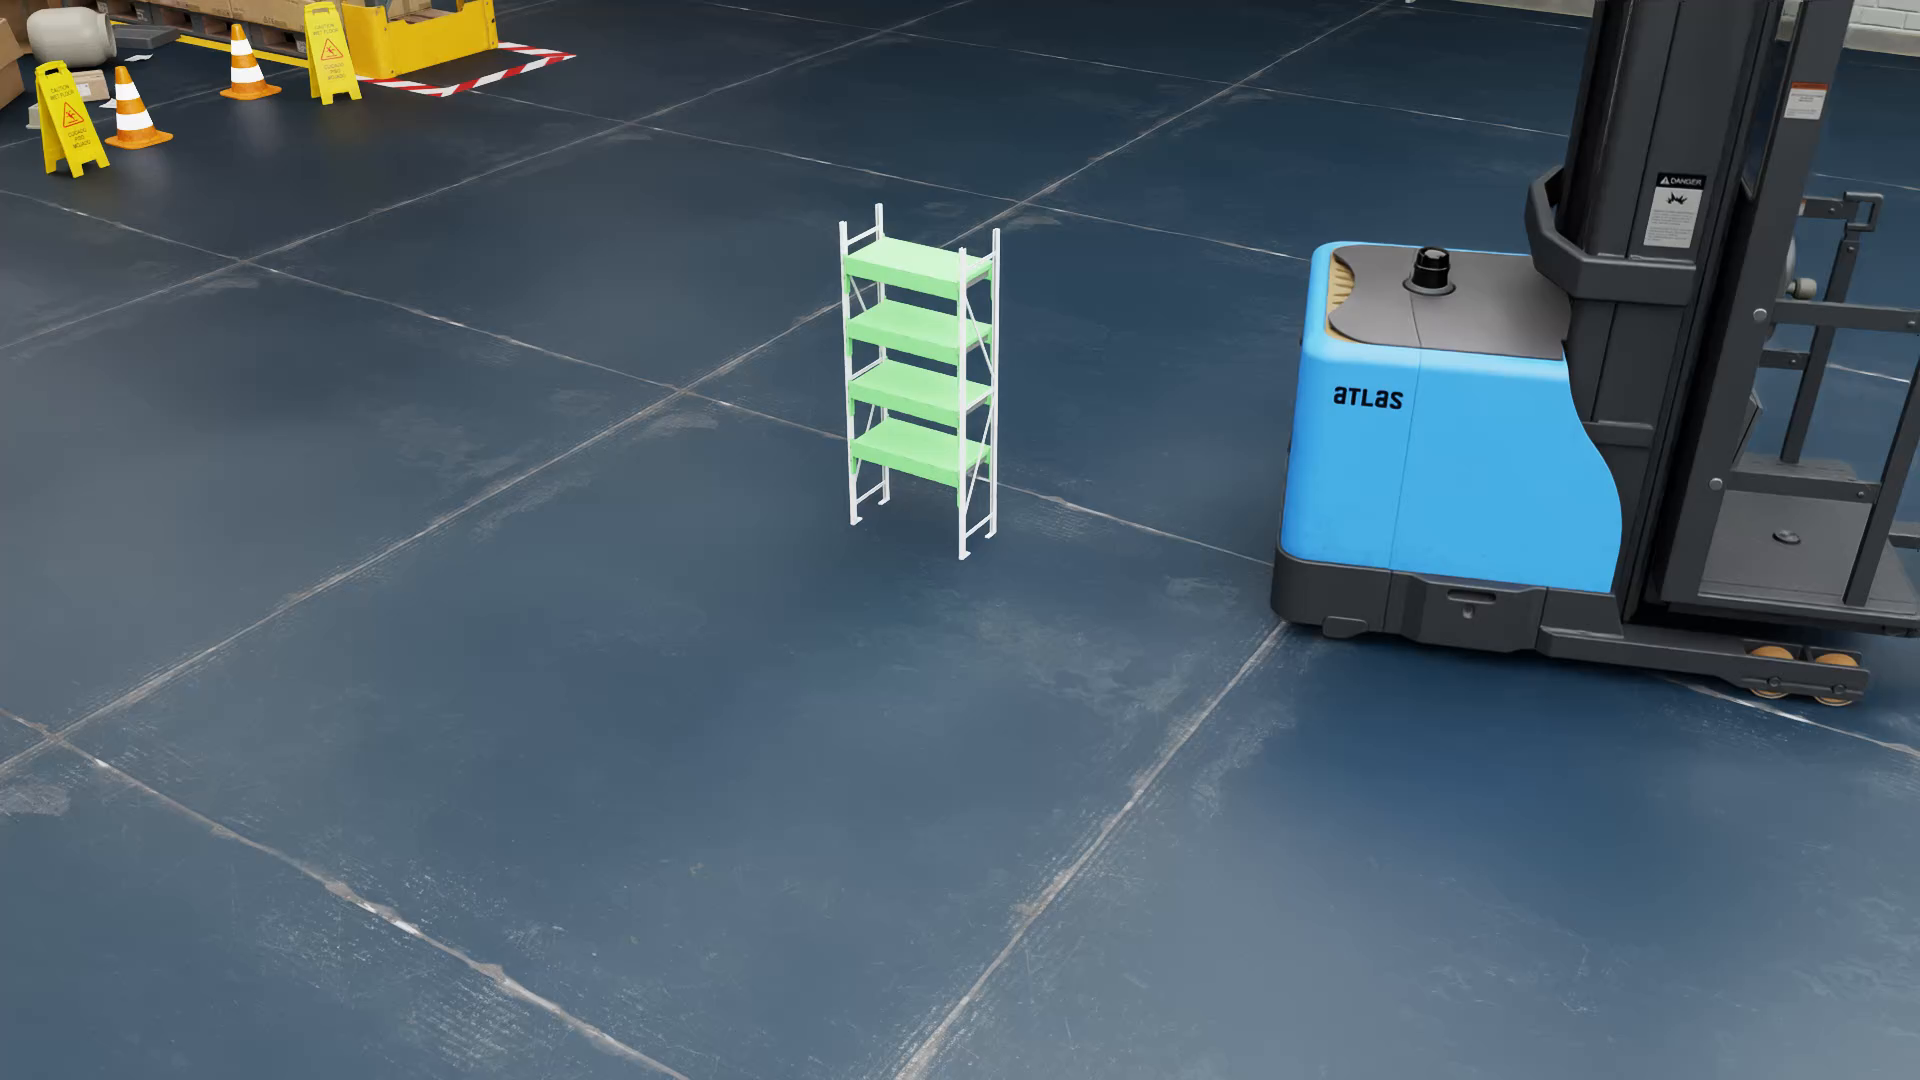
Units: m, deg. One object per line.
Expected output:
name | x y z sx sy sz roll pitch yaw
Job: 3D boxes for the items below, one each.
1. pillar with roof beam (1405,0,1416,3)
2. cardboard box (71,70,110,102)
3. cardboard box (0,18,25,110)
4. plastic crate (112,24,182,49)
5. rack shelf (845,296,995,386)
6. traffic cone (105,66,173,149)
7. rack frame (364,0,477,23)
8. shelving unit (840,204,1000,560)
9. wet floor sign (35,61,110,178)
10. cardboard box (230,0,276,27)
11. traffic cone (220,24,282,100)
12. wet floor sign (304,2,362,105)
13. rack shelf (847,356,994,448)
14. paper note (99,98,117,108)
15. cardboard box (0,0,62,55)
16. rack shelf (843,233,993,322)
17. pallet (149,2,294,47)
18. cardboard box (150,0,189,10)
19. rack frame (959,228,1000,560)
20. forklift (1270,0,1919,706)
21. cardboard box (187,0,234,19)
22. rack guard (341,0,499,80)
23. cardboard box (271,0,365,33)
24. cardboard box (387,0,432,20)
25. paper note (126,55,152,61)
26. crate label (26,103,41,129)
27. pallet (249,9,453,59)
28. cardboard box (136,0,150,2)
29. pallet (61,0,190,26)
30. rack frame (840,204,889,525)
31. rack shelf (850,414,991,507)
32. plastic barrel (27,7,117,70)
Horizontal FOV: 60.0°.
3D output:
pillar with roof beam | 1.423 -6.690 8.787 0.400 9.000 9.100 18 35 27
cardboard box | -6.078 -3.110 11.434 0.380 0.149 0.250 -15 33 -24
cardboard box | -6.729 -3.165 11.175 0.637 0.503 0.797 -4 30 -7
plastic crate | -6.389 -3.893 12.843 0.583 0.080 0.402 6 31 10
rack shelf | -0.140 -0.715 5.935 0.480 0.148 0.258 18 35 27
traffic cone | -5.247 -2.757 10.516 0.334 0.463 0.336 18 35 27
rack frame | -3.895 -4.853 11.592 0.127 3.000 1.000 18 35 27
shelving unit | -0.140 -0.563 6.024 0.503 1.200 0.258 18 35 27
wet floor sign | -5.364 -2.533 9.952 0.232 0.644 0.267 12 32 19
cardboard box | -5.157 -4.090 12.597 0.500 0.250 0.500 18 35 28
traffic cone | -4.945 -3.322 11.485 0.334 0.463 0.336 18 35 27
wet floor sign | -4.303 -3.328 11.315 0.267 0.644 0.232 -21 36 -32
rack shelf | -0.140 -0.507 6.056 0.480 0.148 0.258 18 35 27
paper note | -5.754 -2.974 11.318 0.142 0.019 0.148 6 31 10
cardboard box | -7.099 -3.978 12.570 0.500 0.500 0.500 -9 32 -15
rack shelf | -0.140 -0.922 5.814 0.480 0.148 0.258 18 35 27
pallet | -5.658 -4.229 13.289 1.213 0.211 1.003 18 35 27
cardboard box | -6.018 -4.366 13.068 0.500 0.250 0.500 17 34 27
rack frame | 0.066 -0.497 5.912 0.015 1.200 0.240 18 35 27
forklift | 2.639 -1.028 5.103 3.031 2.935 1.130 6 31 11
cardboard box | -5.603 -4.228 12.833 0.500 0.250 0.500 16 34 26
rack guard | -3.959 -3.793 12.256 0.348 0.500 1.175 18 35 27
cardboard box | -4.743 -3.955 12.364 0.500 0.250 0.500 17 34 27
cardboard box | -4.431 -4.181 12.751 0.500 0.250 0.500 17 34 27
paper note | -6.116 -3.598 12.387 0.148 0.019 0.142 6 31 10
crate label | -5.946 -2.800 10.914 0.298 0.136 0.250 1 30 2
pallet | -4.629 -3.901 12.728 1.213 0.211 1.003 18 35 27
cardboard box | -6.468 -4.507 13.310 0.500 0.250 0.500 20 36 30
pallet | -6.695 -4.555 13.848 1.213 0.211 1.003 18 35 27
rack frame | -0.347 -0.628 6.136 0.015 1.200 0.240 18 35 27
rack shelf | -0.140 -0.300 6.177 0.480 0.148 0.258 18 35 27
plastic barrel | -6.449 -3.647 12.082 0.512 0.421 0.421 -9 32 -15
